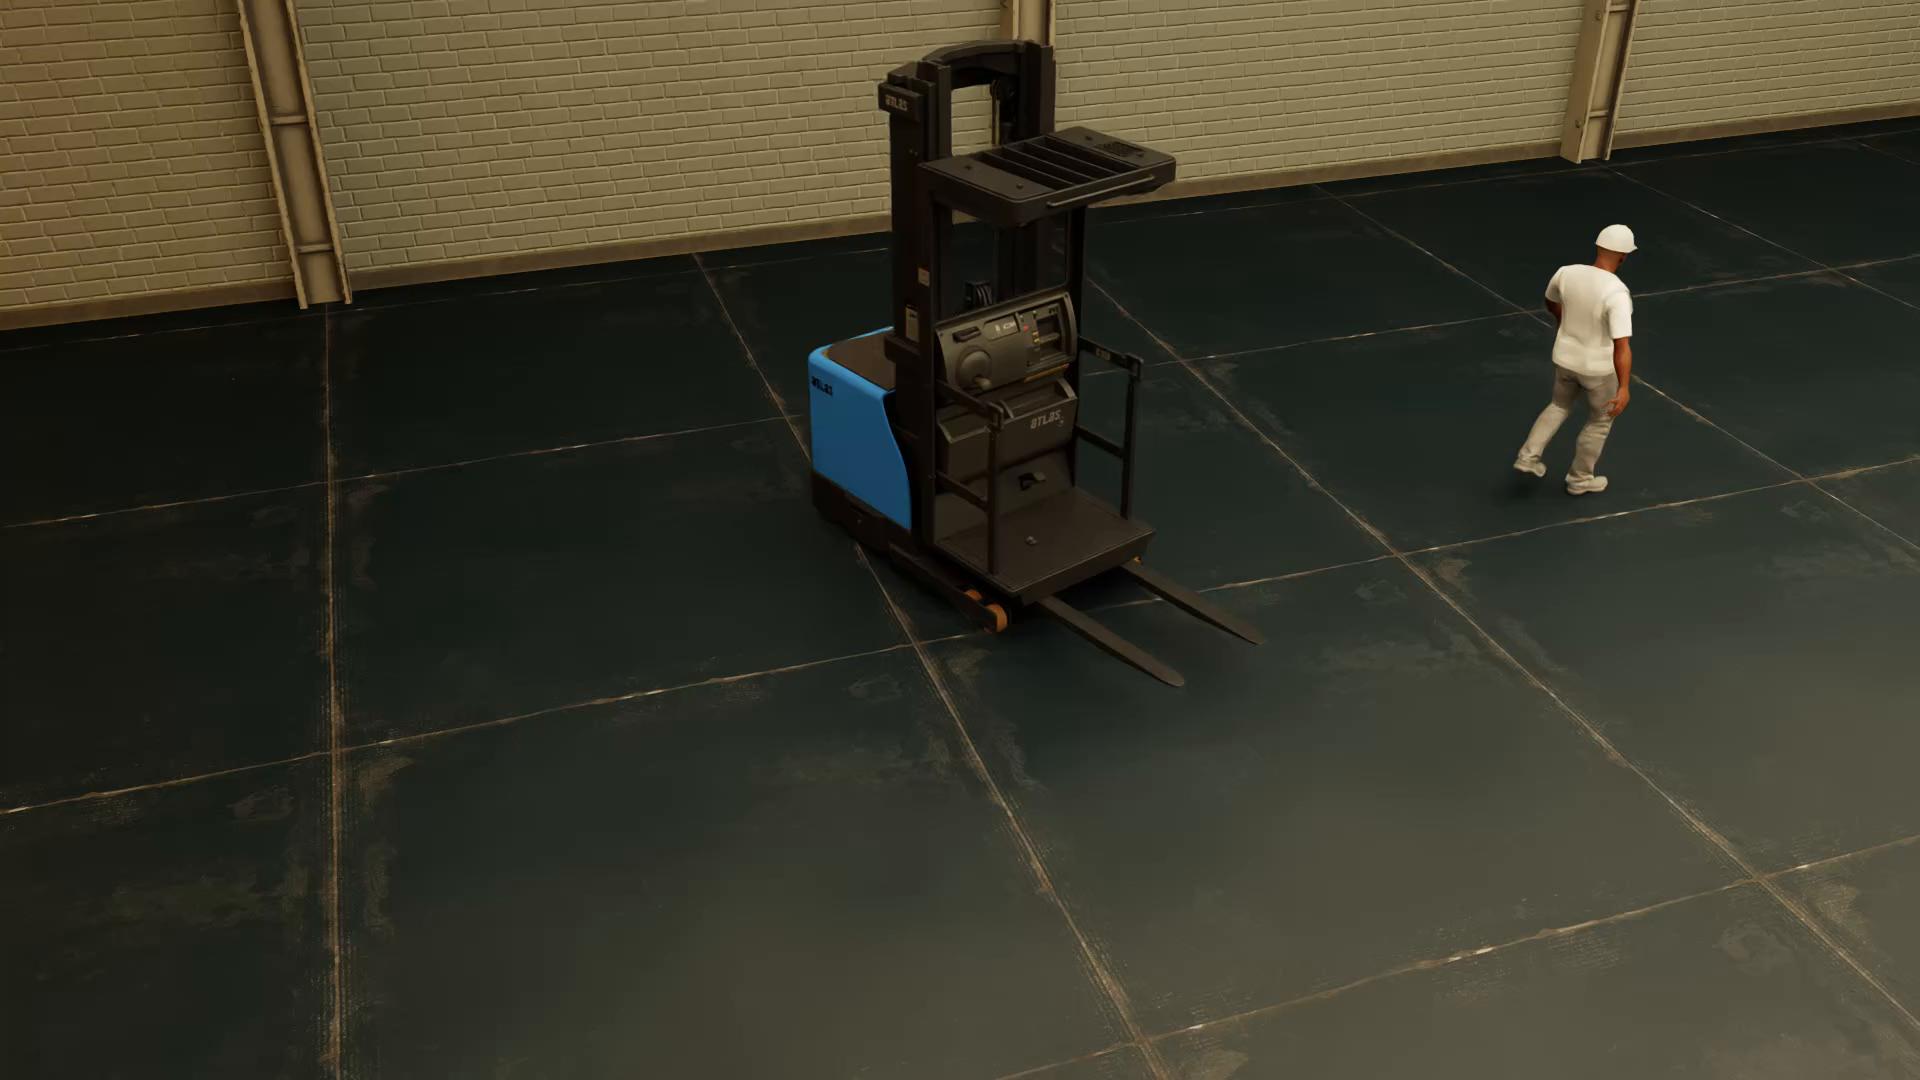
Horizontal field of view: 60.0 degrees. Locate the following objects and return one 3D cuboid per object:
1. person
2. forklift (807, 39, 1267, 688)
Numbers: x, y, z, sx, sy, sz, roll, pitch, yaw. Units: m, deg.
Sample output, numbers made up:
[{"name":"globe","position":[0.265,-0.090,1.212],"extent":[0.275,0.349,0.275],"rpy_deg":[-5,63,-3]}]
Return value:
[{"name":"person","position":[3.829,-1.084,10.158],"extent":[0.638,1.747,0.867],"rpy_deg":[-18,34,-28]},{"name":"forklift","position":[0.396,-1.035,8.887],"extent":[1.130,2.935,3.031],"rpy_deg":[-22,36,-33]}]
